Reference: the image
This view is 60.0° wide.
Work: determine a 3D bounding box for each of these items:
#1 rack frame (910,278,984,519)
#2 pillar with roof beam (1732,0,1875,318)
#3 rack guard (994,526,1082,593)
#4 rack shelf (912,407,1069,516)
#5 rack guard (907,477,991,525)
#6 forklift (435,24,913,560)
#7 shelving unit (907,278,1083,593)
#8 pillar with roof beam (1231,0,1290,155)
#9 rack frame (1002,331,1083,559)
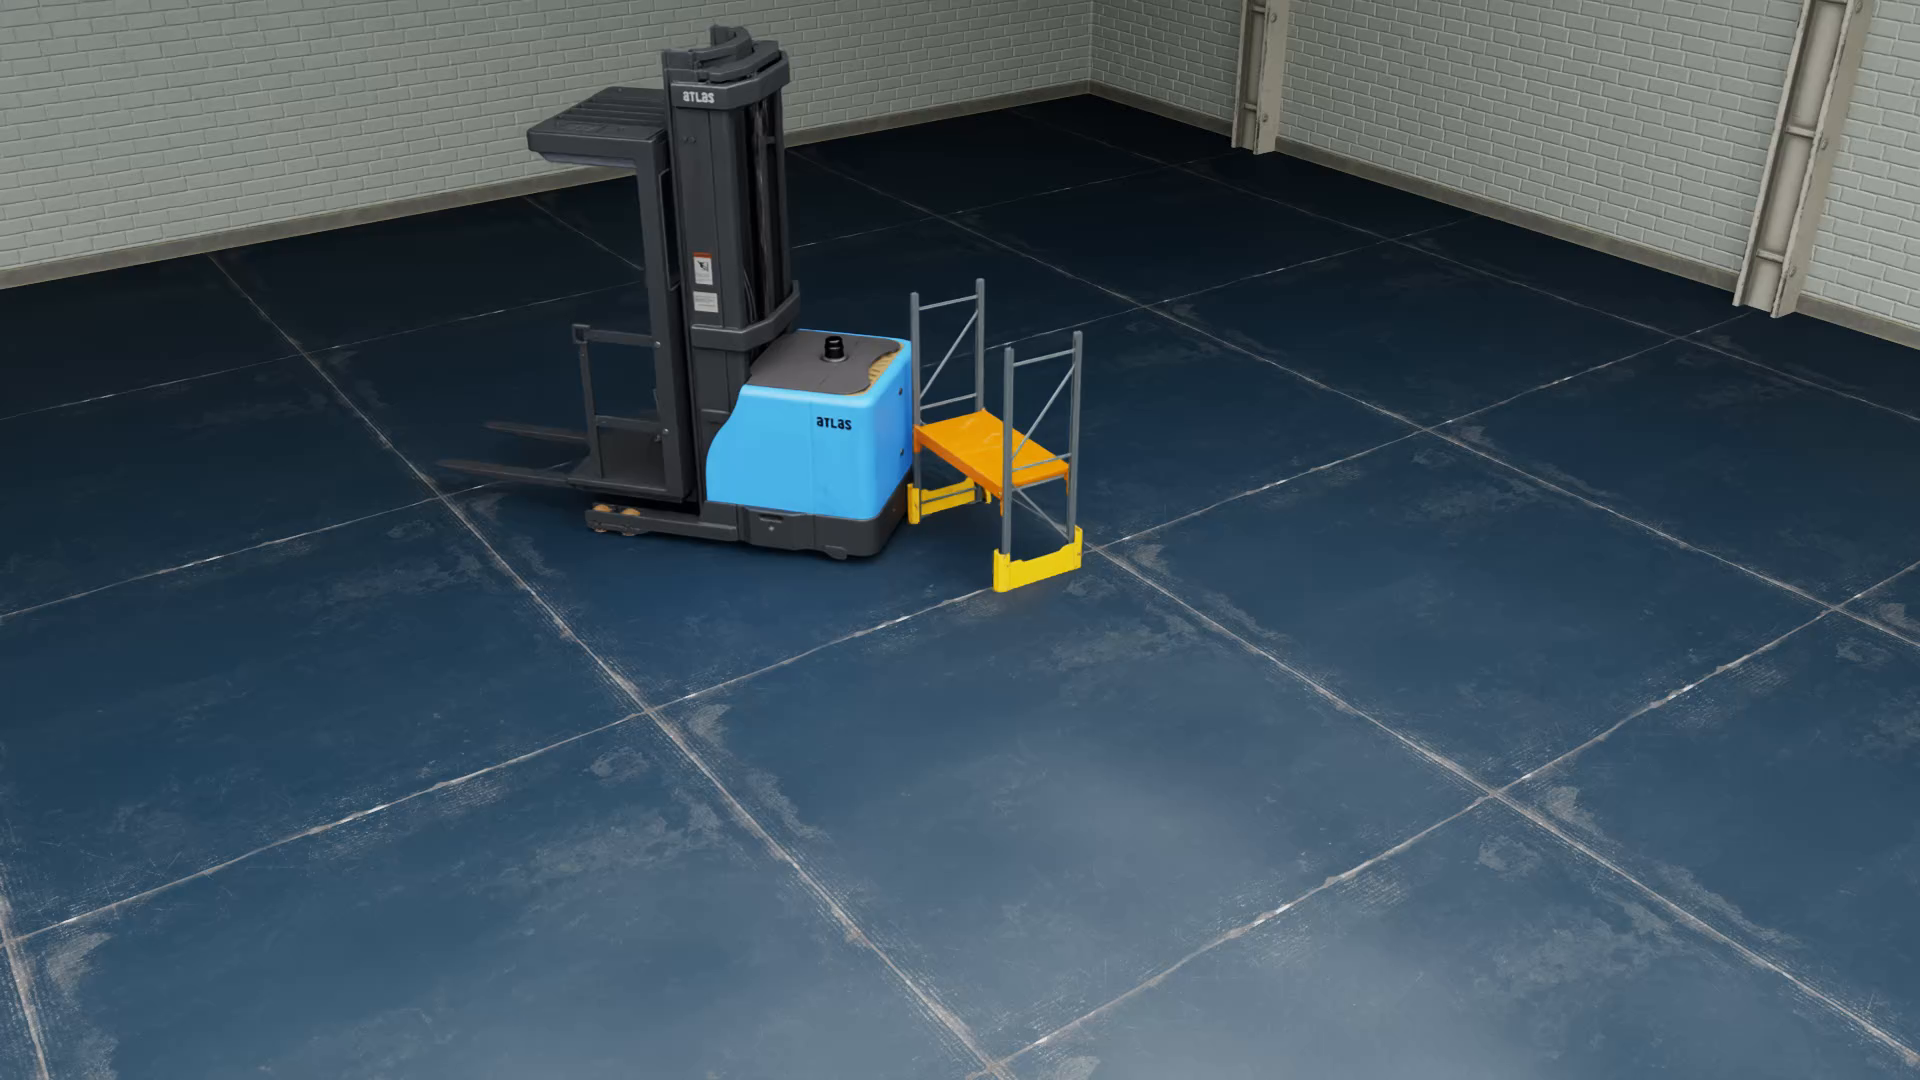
[{"bbox_3d":[-0.073,-0.849,10.242,0.500,1.500,0.032,-16,33,-28],"label":"rack frame"},{"bbox_3d":[3.170,-4.694,9.463,9.100,9.000,0.400,-19,34,-31],"label":"pillar with roof beam"},{"bbox_3d":[0.460,0.112,9.781,0.587,0.250,0.087,-16,33,-28],"label":"rack guard"},{"bbox_3d":[0.194,-0.485,9.948,0.538,0.185,1.000,-16,33,-28],"label":"rack shelf"},{"bbox_3d":[-0.063,-0.292,10.526,0.587,0.250,0.087,-16,33,-28],"label":"rack guard"},{"bbox_3d":[-1.827,-1.546,10.025,3.031,2.935,1.130,7,29,13],"label":"forklift"},{"bbox_3d":[0.199,-0.639,9.855,0.587,1.500,1.083,-16,33,-28],"label":"shelving unit"},{"bbox_3d":[-0.311,-7.026,13.758,9.100,9.000,0.400,-19,34,-31],"label":"pillar with roof beam"},{"bbox_3d":[0.461,-0.436,9.482,0.500,1.500,0.032,-16,33,-28],"label":"rack frame"}]
